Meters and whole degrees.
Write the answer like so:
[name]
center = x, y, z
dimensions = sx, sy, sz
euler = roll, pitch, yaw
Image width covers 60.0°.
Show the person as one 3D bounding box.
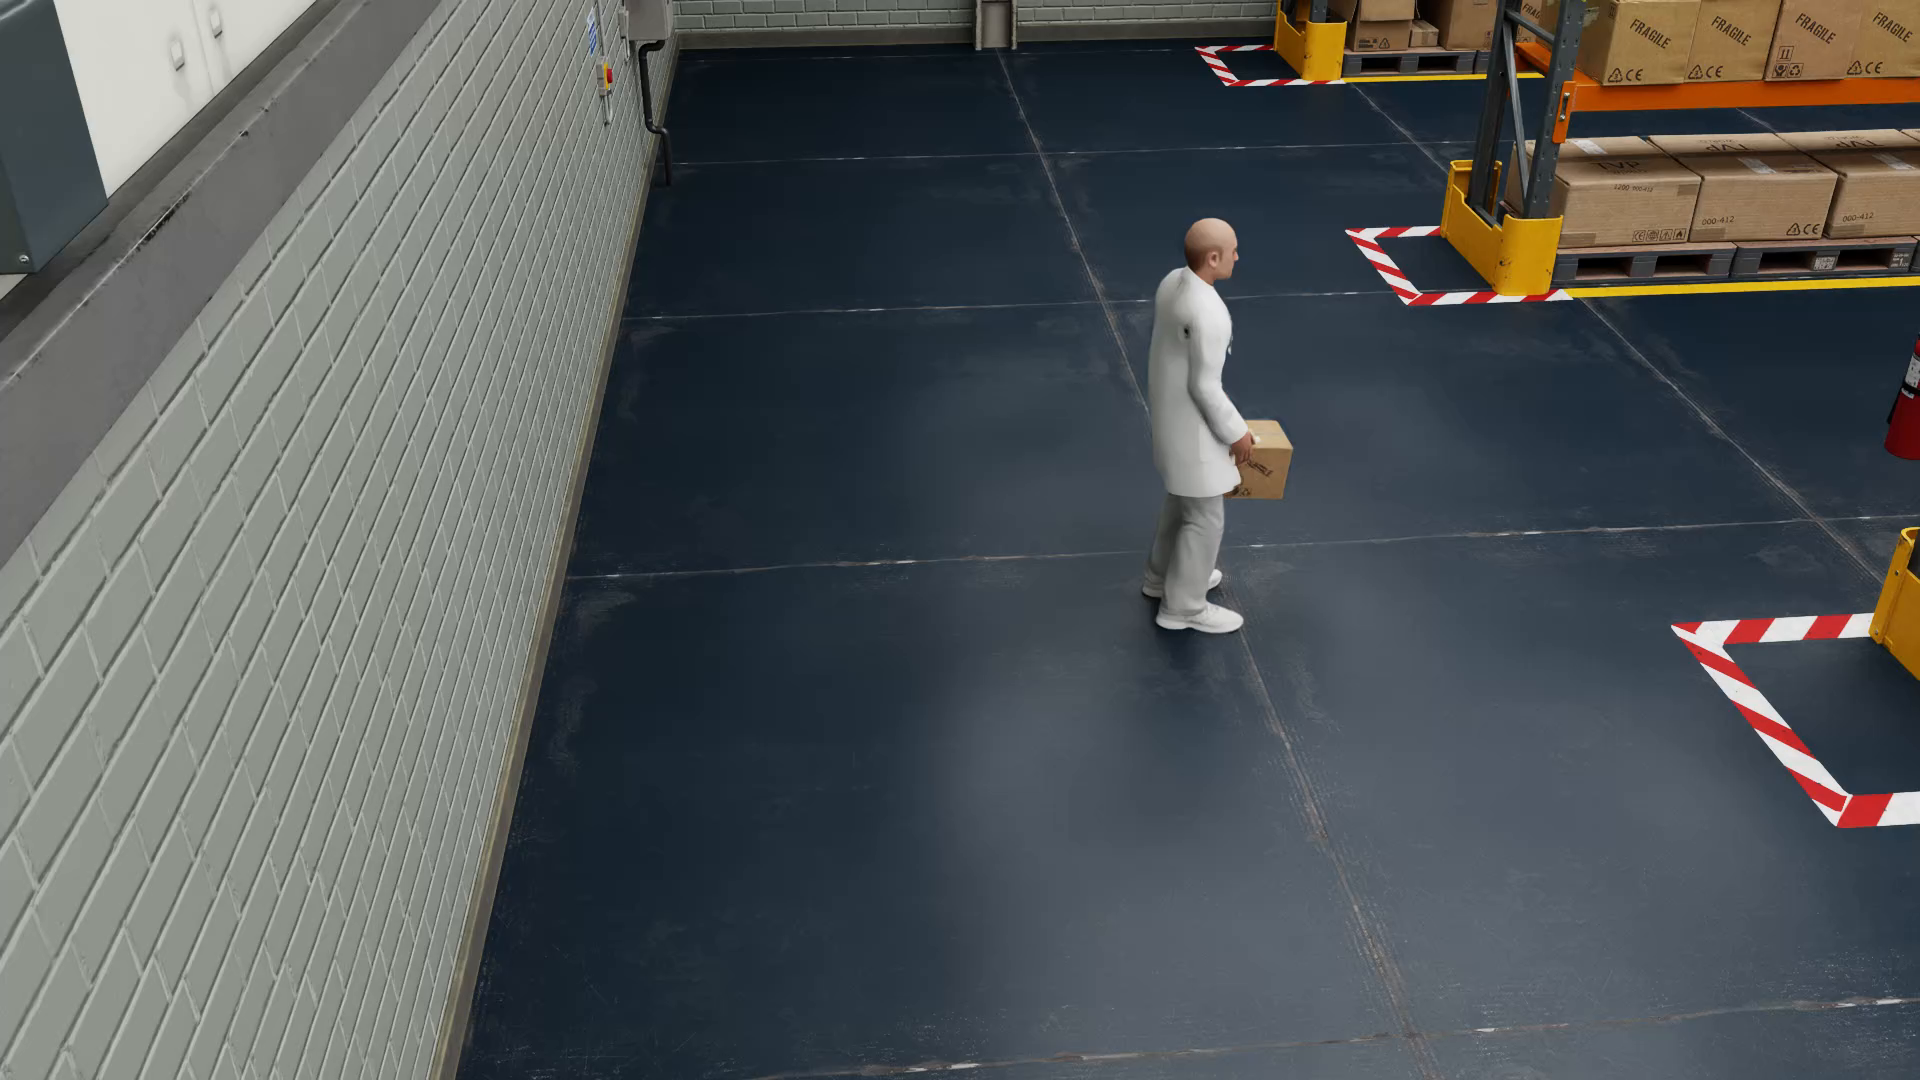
[person]
center = 0.994, -0.483, 6.955
dimensions = 0.423, 1.780, 0.583
euler = -3, 31, -6
